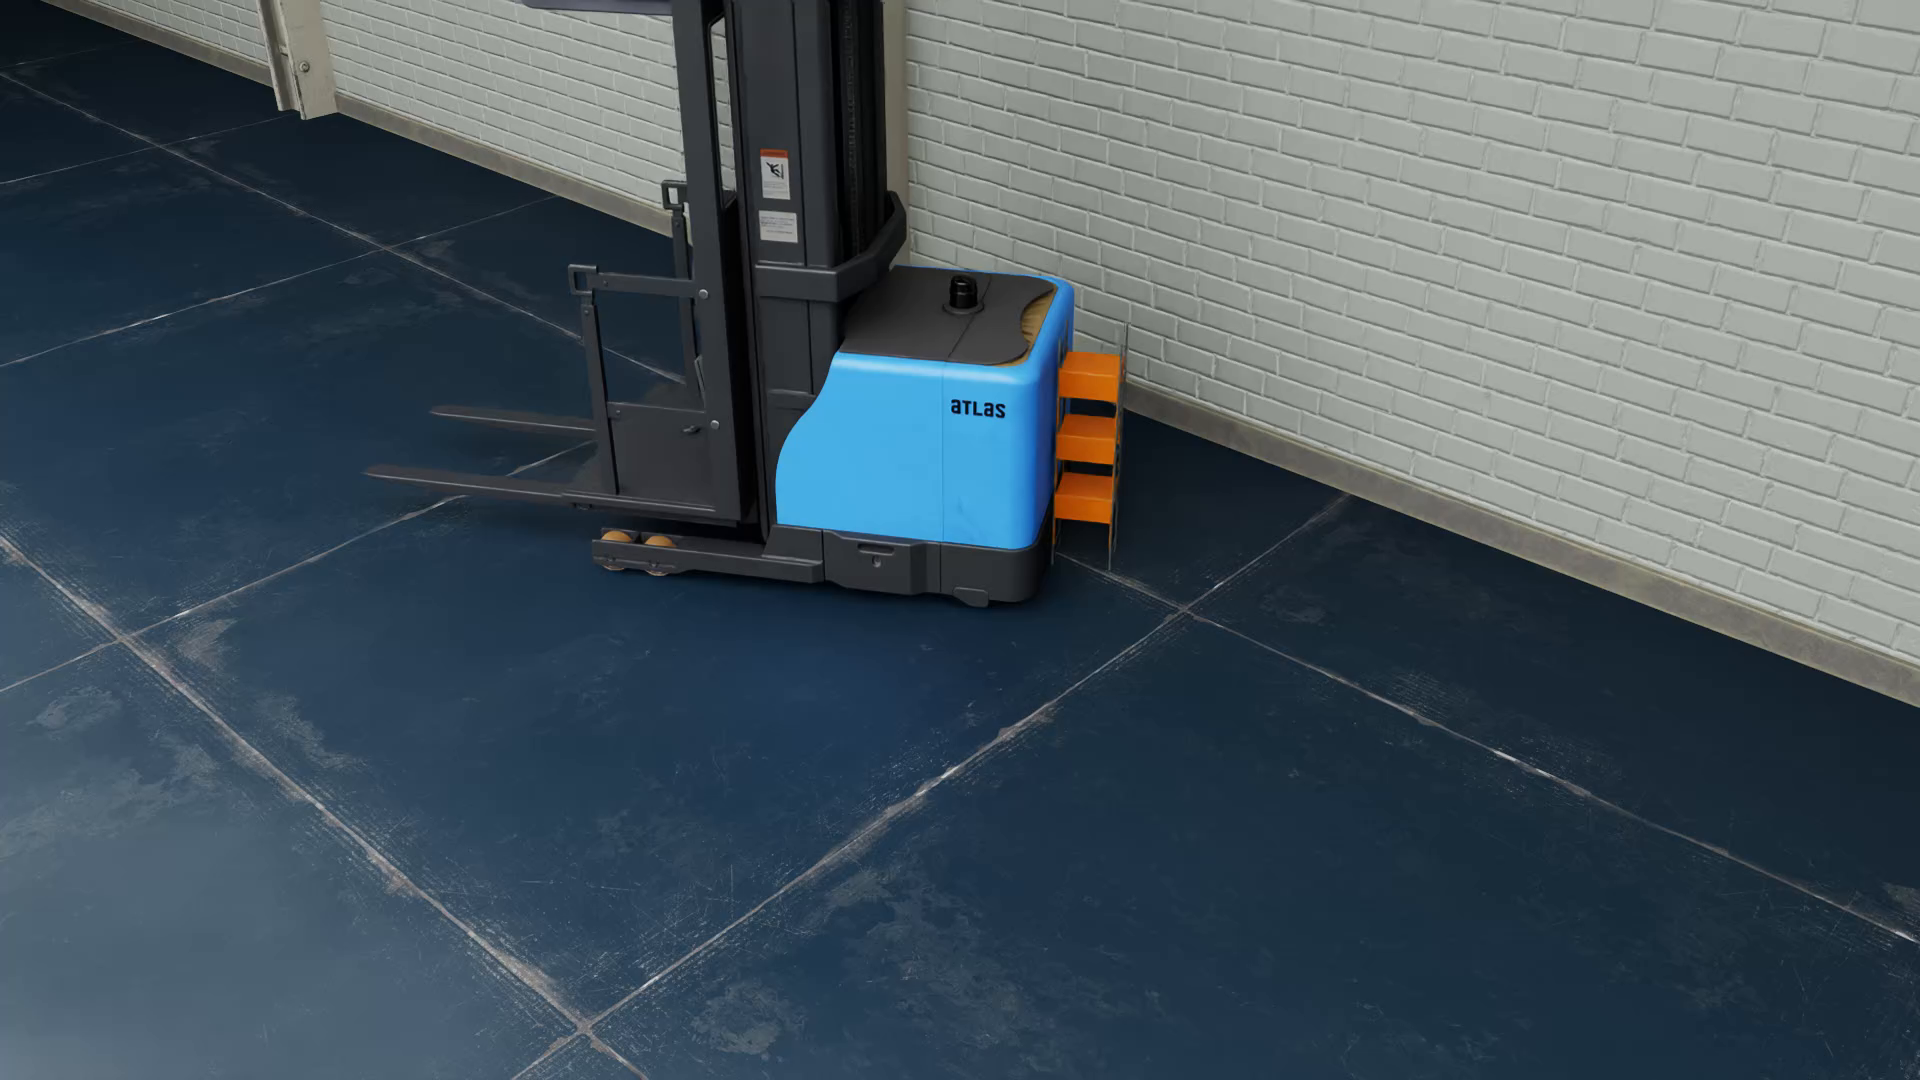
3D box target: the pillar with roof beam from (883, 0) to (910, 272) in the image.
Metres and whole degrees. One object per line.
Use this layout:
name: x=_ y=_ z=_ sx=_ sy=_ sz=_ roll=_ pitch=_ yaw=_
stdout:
pillar with roof beam: x=-3.407 y=-3.415 z=4.198 sx=0.400 sy=9.000 sz=9.100 roll=25 pitch=39 yaw=35

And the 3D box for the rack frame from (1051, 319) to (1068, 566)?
rack frame: x=0.412 y=-0.390 z=6.880 sx=0.008 sy=1.050 sz=0.200 roll=6 pitch=32 yaw=10

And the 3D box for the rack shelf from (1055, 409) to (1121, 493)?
rack shelf: x=0.531 y=-0.368 z=6.864 sx=0.240 sy=0.259 sz=0.215 roll=6 pitch=32 yaw=10

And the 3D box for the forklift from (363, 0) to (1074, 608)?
forklift: x=-1.077 y=-1.362 z=6.671 sx=3.031 sy=2.935 sz=1.130 roll=6 pitch=32 yaw=10

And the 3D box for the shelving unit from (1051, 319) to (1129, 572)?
shelving unit: x=0.531 y=-0.377 z=6.858 sx=0.252 sy=1.050 sz=0.215 roll=6 pitch=32 yaw=10

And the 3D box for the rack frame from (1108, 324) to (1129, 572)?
rack frame: x=0.650 y=-0.364 z=6.836 sx=0.008 sy=1.050 sz=0.200 roll=6 pitch=32 yaw=10

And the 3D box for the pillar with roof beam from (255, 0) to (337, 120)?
pillar with roof beam: x=-7.855 y=-5.492 z=7.647 sx=0.400 sy=9.000 sz=9.100 roll=25 pitch=39 yaw=35

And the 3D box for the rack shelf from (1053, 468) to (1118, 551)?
rack shelf: x=0.531 y=-0.130 z=7.007 sx=0.240 sy=0.259 sz=0.215 roll=6 pitch=32 yaw=10

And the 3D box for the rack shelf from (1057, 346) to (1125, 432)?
rack shelf: x=0.531 y=-0.611 z=6.718 sx=0.240 sy=0.259 sz=0.215 roll=6 pitch=32 yaw=10
